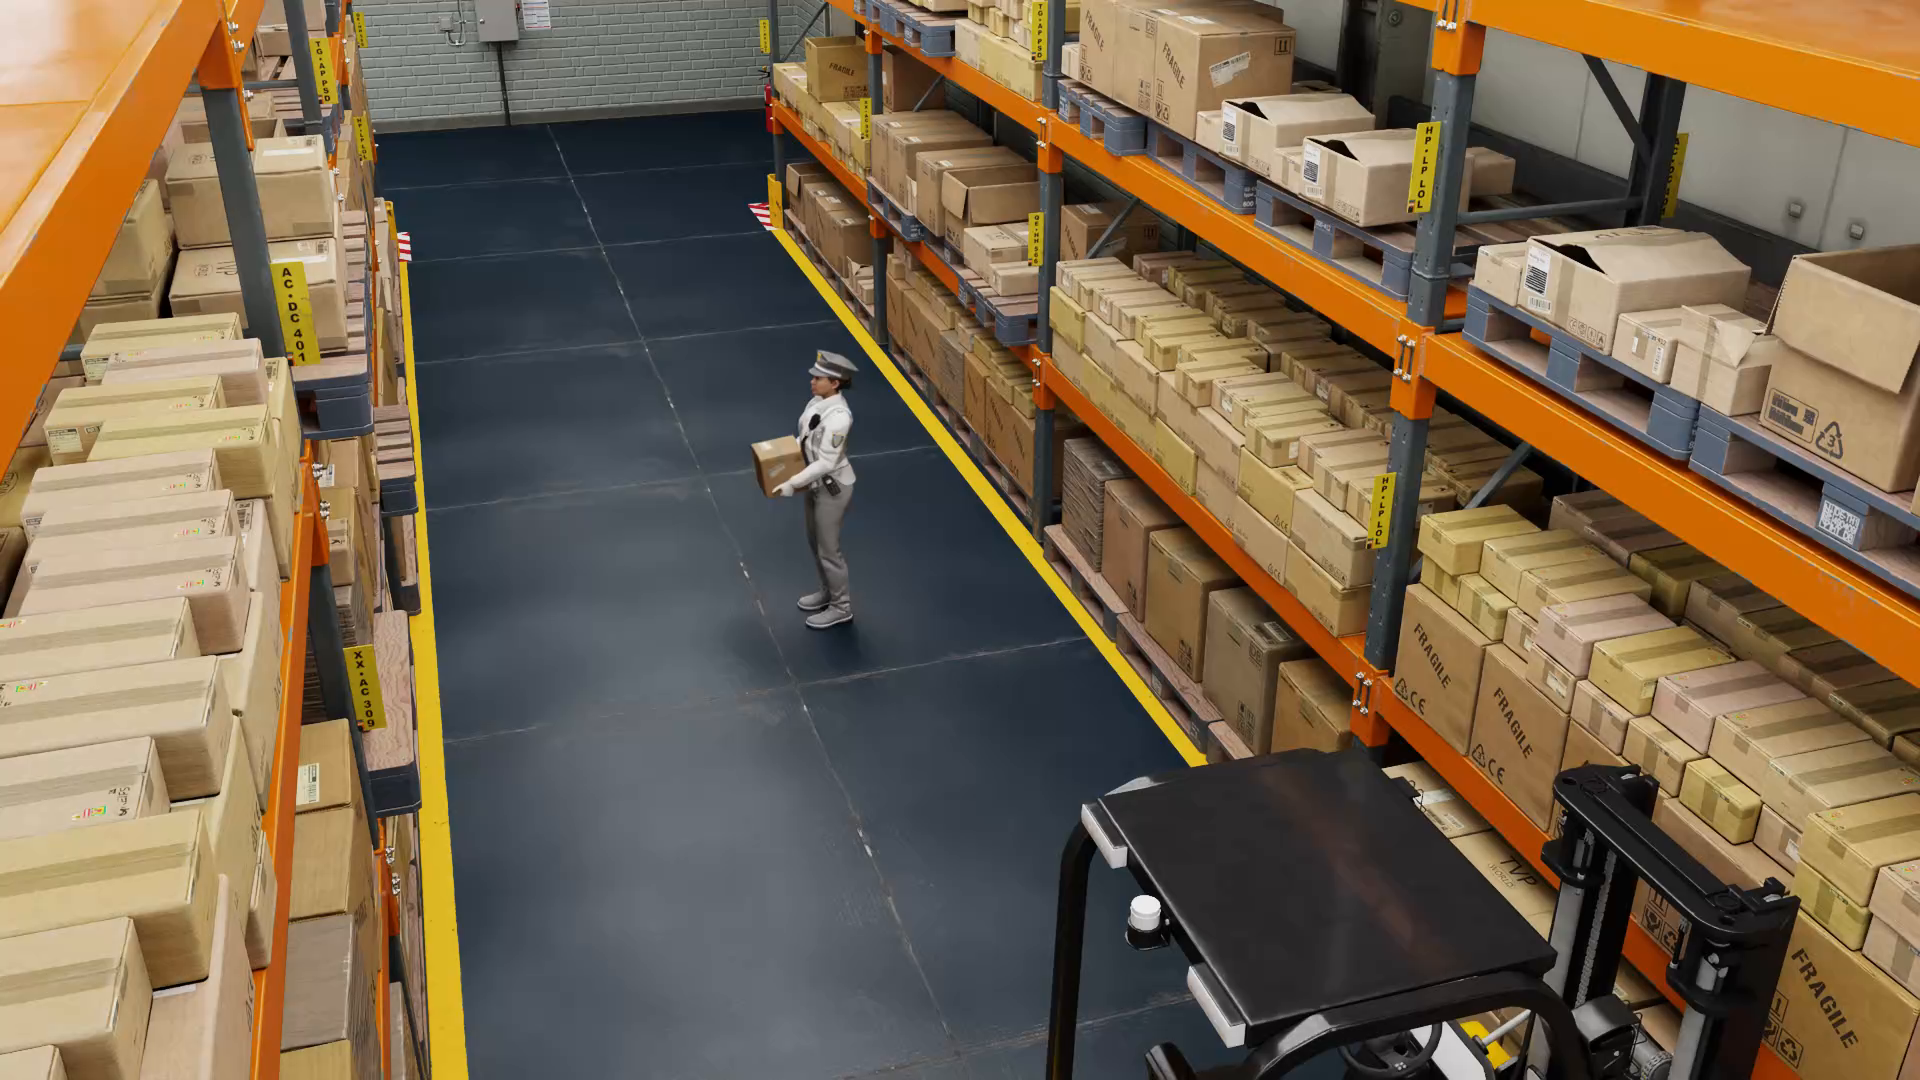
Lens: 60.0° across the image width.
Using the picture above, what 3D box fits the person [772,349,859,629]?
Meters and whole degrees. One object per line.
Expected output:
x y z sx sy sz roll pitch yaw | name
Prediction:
-0.849 -0.303 9.688 0.550 1.690 0.469 -8 28 -16 | person
